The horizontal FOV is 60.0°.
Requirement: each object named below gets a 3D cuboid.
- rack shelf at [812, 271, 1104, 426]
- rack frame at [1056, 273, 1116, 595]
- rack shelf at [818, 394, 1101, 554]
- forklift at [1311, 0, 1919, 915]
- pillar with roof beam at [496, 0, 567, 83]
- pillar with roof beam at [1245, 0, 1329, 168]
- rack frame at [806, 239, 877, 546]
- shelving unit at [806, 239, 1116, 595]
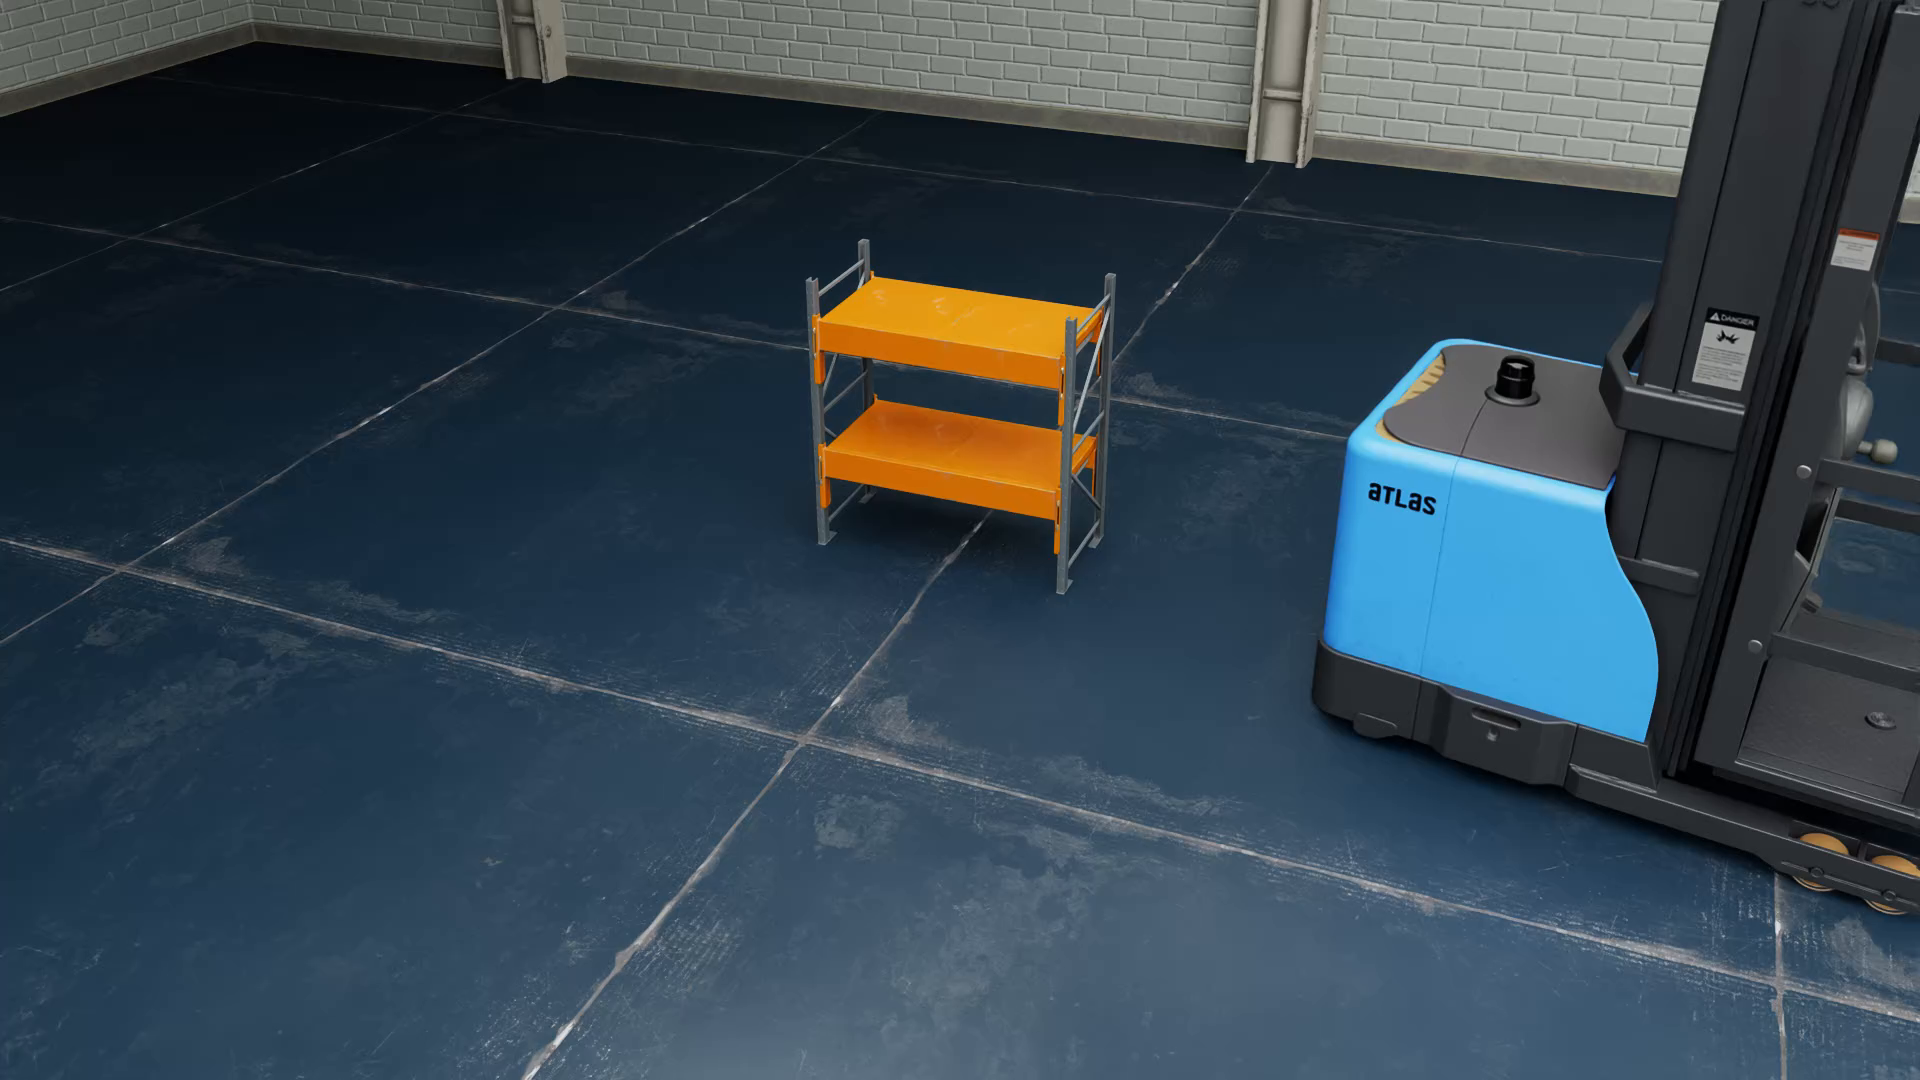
[{"bbox_3d":[0.006,-0.743,6.327,1.000,0.278,0.538,11,31,19],"label":"rack shelf"},{"bbox_3d":[0.477,-0.394,6.305,0.032,1.125,0.500,11,31,19],"label":"rack frame"},{"bbox_3d":[0.006,-0.276,6.591,1.000,0.278,0.538,11,31,19],"label":"rack shelf"},{"bbox_3d":[2.721,-0.490,4.638,3.031,2.935,1.130,17,33,27],"label":"forklift"},{"bbox_3d":[-5.000,-5.668,7.632,0.400,9.000,9.100,11,31,19],"label":"pillar with roof beam"},{"bbox_3d":[0.560,-4.558,5.668,0.400,9.000,9.100,11,31,19],"label":"pillar with roof beam"},{"bbox_3d":[-0.465,-0.582,6.637,0.032,1.125,0.500,11,31,19],"label":"rack frame"},{"bbox_3d":[0.006,-0.488,6.471,1.048,1.125,0.538,11,31,19],"label":"shelving unit"}]
